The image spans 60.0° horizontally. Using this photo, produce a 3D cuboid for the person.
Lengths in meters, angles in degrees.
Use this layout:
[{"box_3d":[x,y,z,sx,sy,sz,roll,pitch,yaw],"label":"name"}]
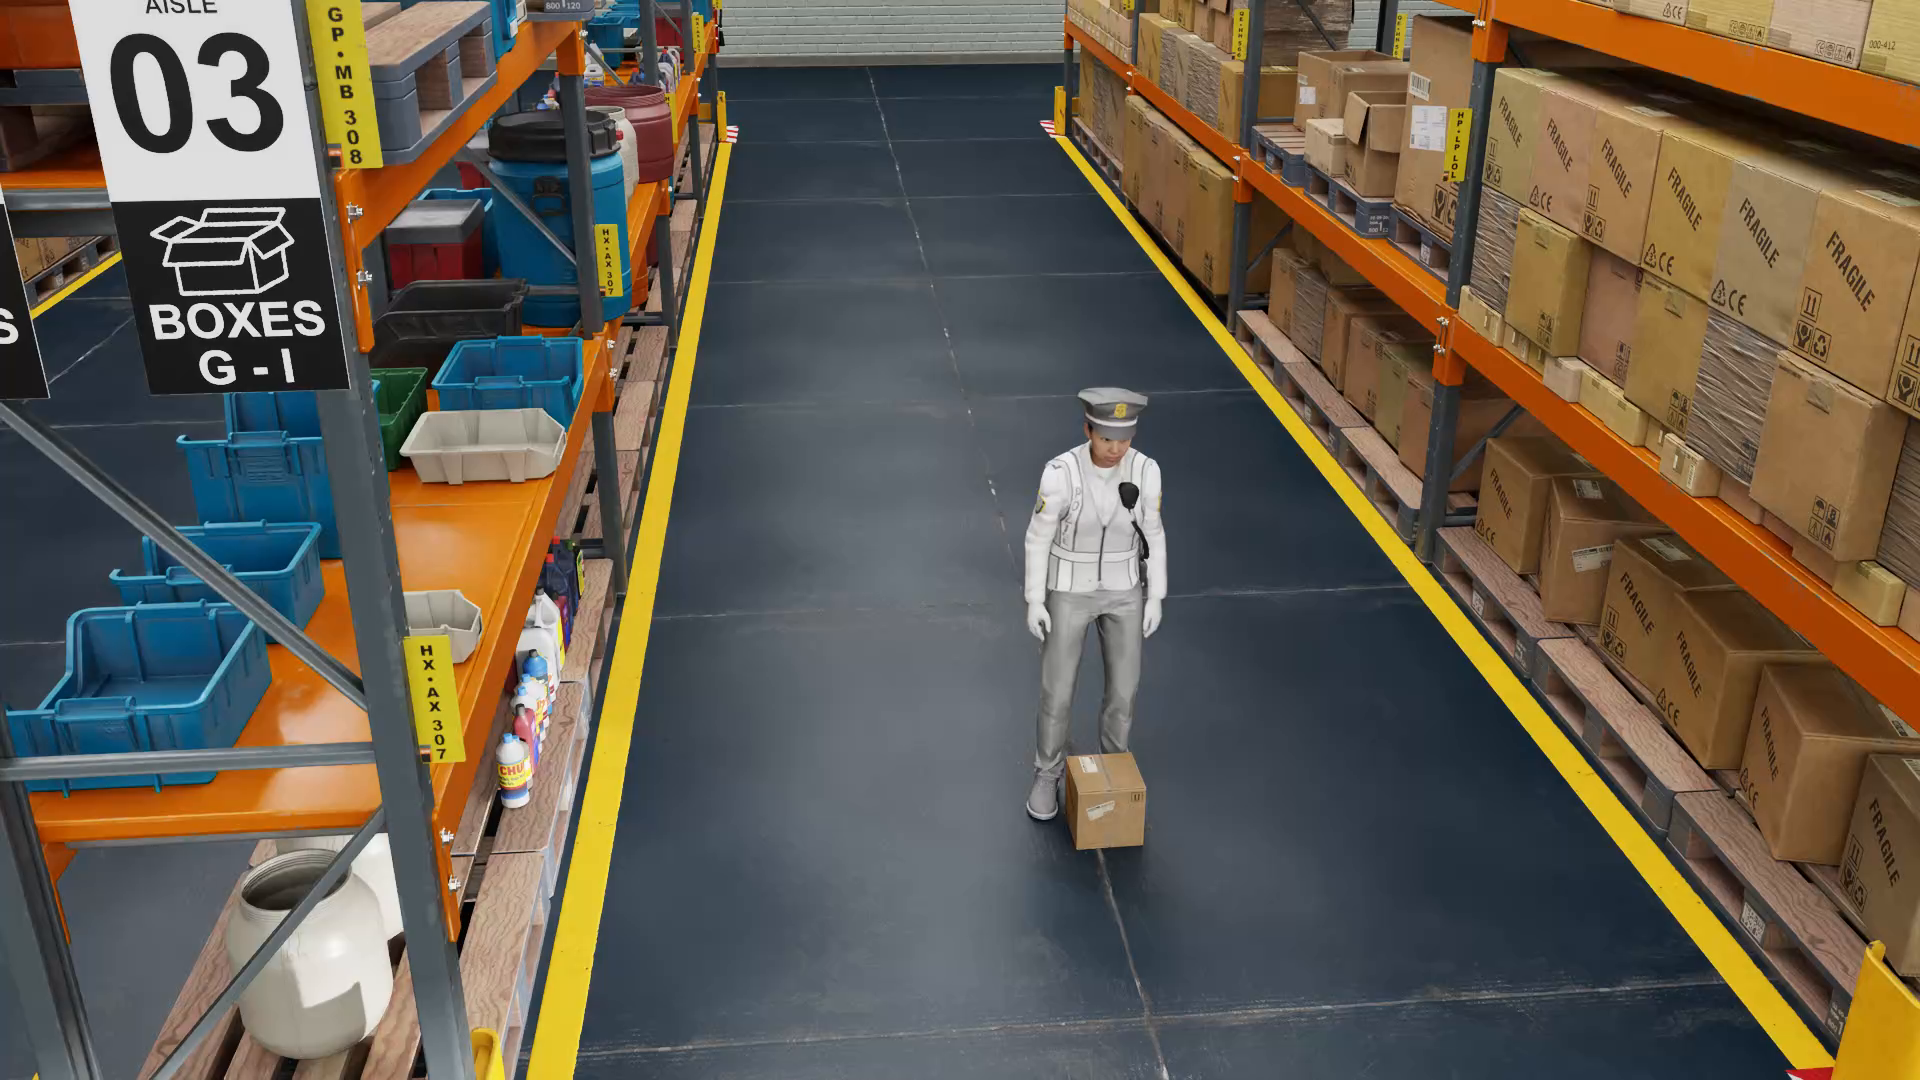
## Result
[{"box_3d":[0.496,0.224,6.095,0.525,1.660,0.374,-3,24,-6],"label":"person"}]
